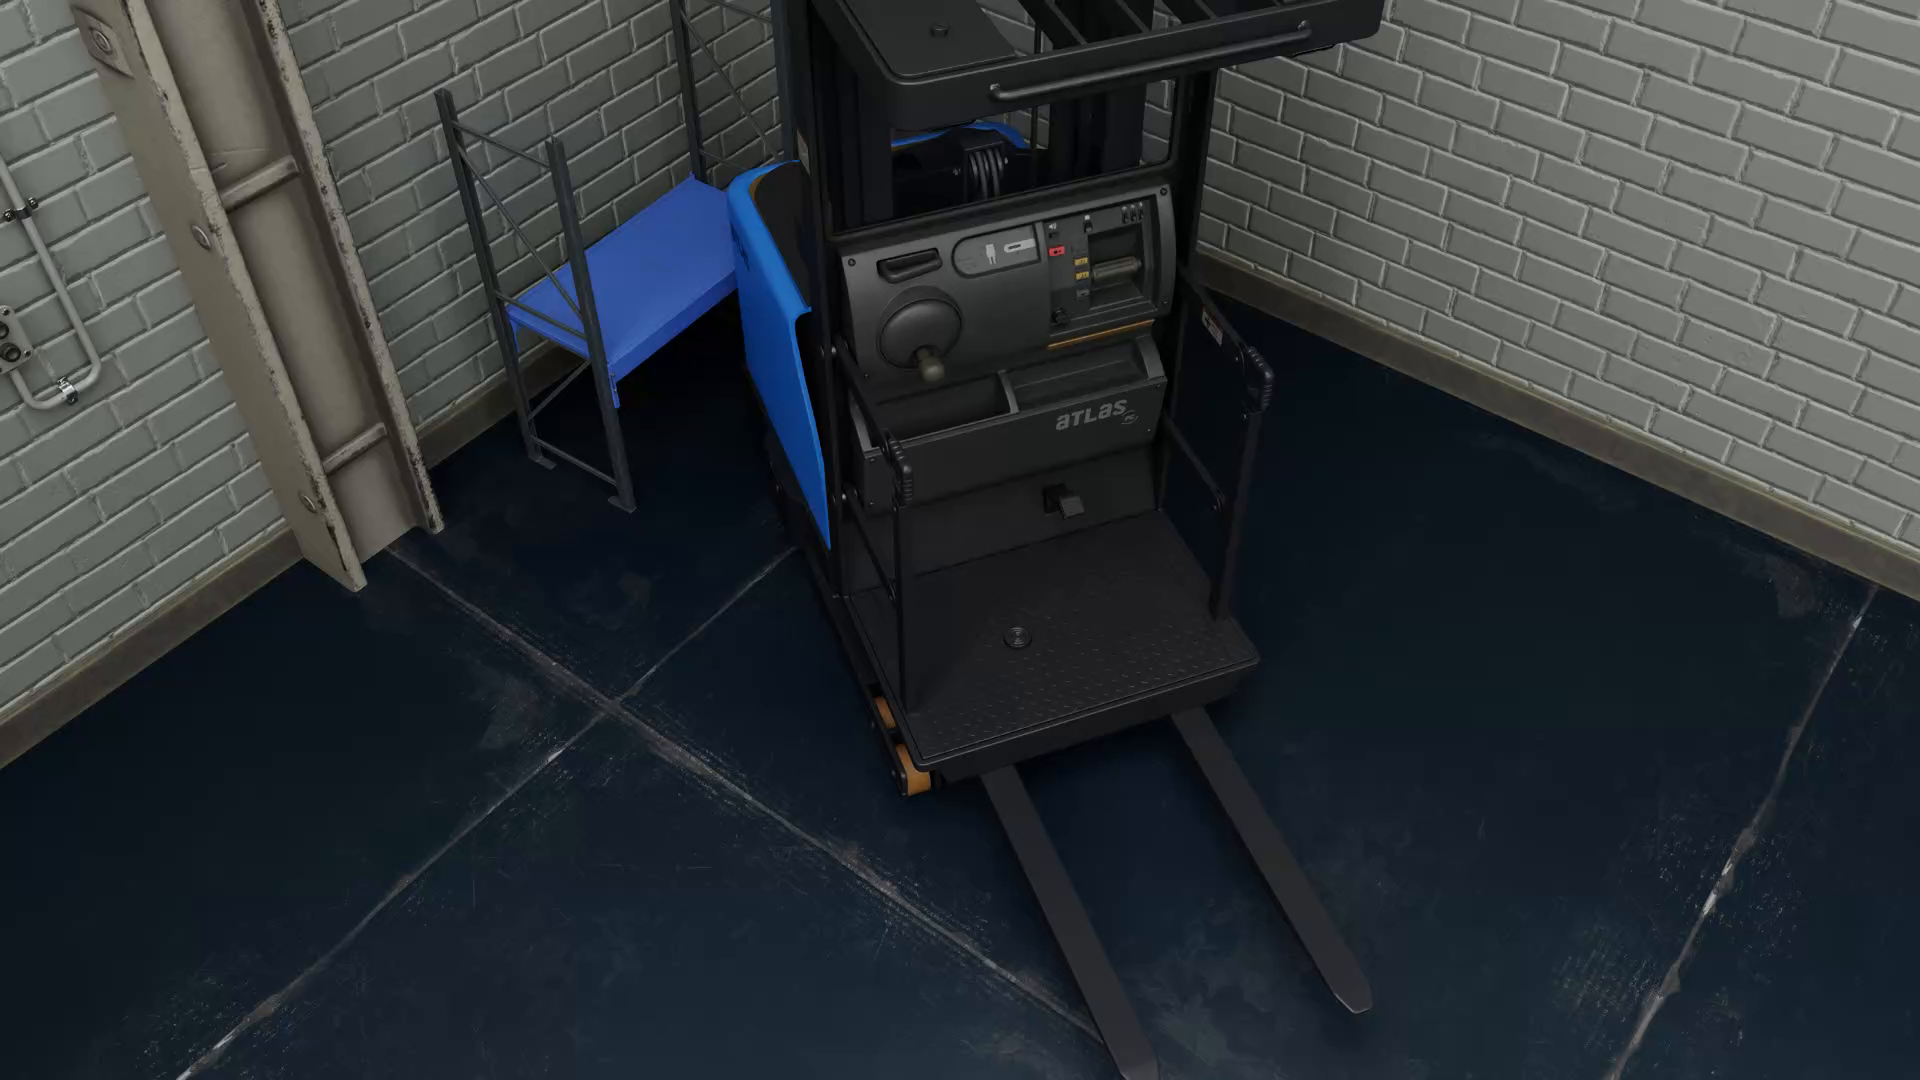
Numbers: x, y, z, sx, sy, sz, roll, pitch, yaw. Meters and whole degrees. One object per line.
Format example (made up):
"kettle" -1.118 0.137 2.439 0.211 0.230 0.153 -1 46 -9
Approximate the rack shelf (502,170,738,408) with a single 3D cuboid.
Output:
"rack shelf" -1.063 -0.899 5.820 0.538 0.185 1.000 27 52 23

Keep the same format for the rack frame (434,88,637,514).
"rack frame" -1.353 -0.721 5.402 0.500 1.500 0.032 27 52 23

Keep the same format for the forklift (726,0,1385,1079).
"forklift" 0.221 -0.591 4.288 1.130 2.935 3.031 -15 48 -14

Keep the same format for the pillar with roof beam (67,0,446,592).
"pillar with roof beam" 1.375 -1.209 0.682 9.100 9.000 0.400 29 53 25

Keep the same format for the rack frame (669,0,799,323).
"rack frame" -0.773 -1.326 5.979 0.500 1.500 0.032 27 52 23

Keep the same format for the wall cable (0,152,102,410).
"wall cable" -2.963 -0.615 3.560 0.084 1.984 1.851 29 53 25

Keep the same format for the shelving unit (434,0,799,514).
"shelving unit" -1.063 -1.023 5.690 0.538 1.500 1.048 27 52 23
